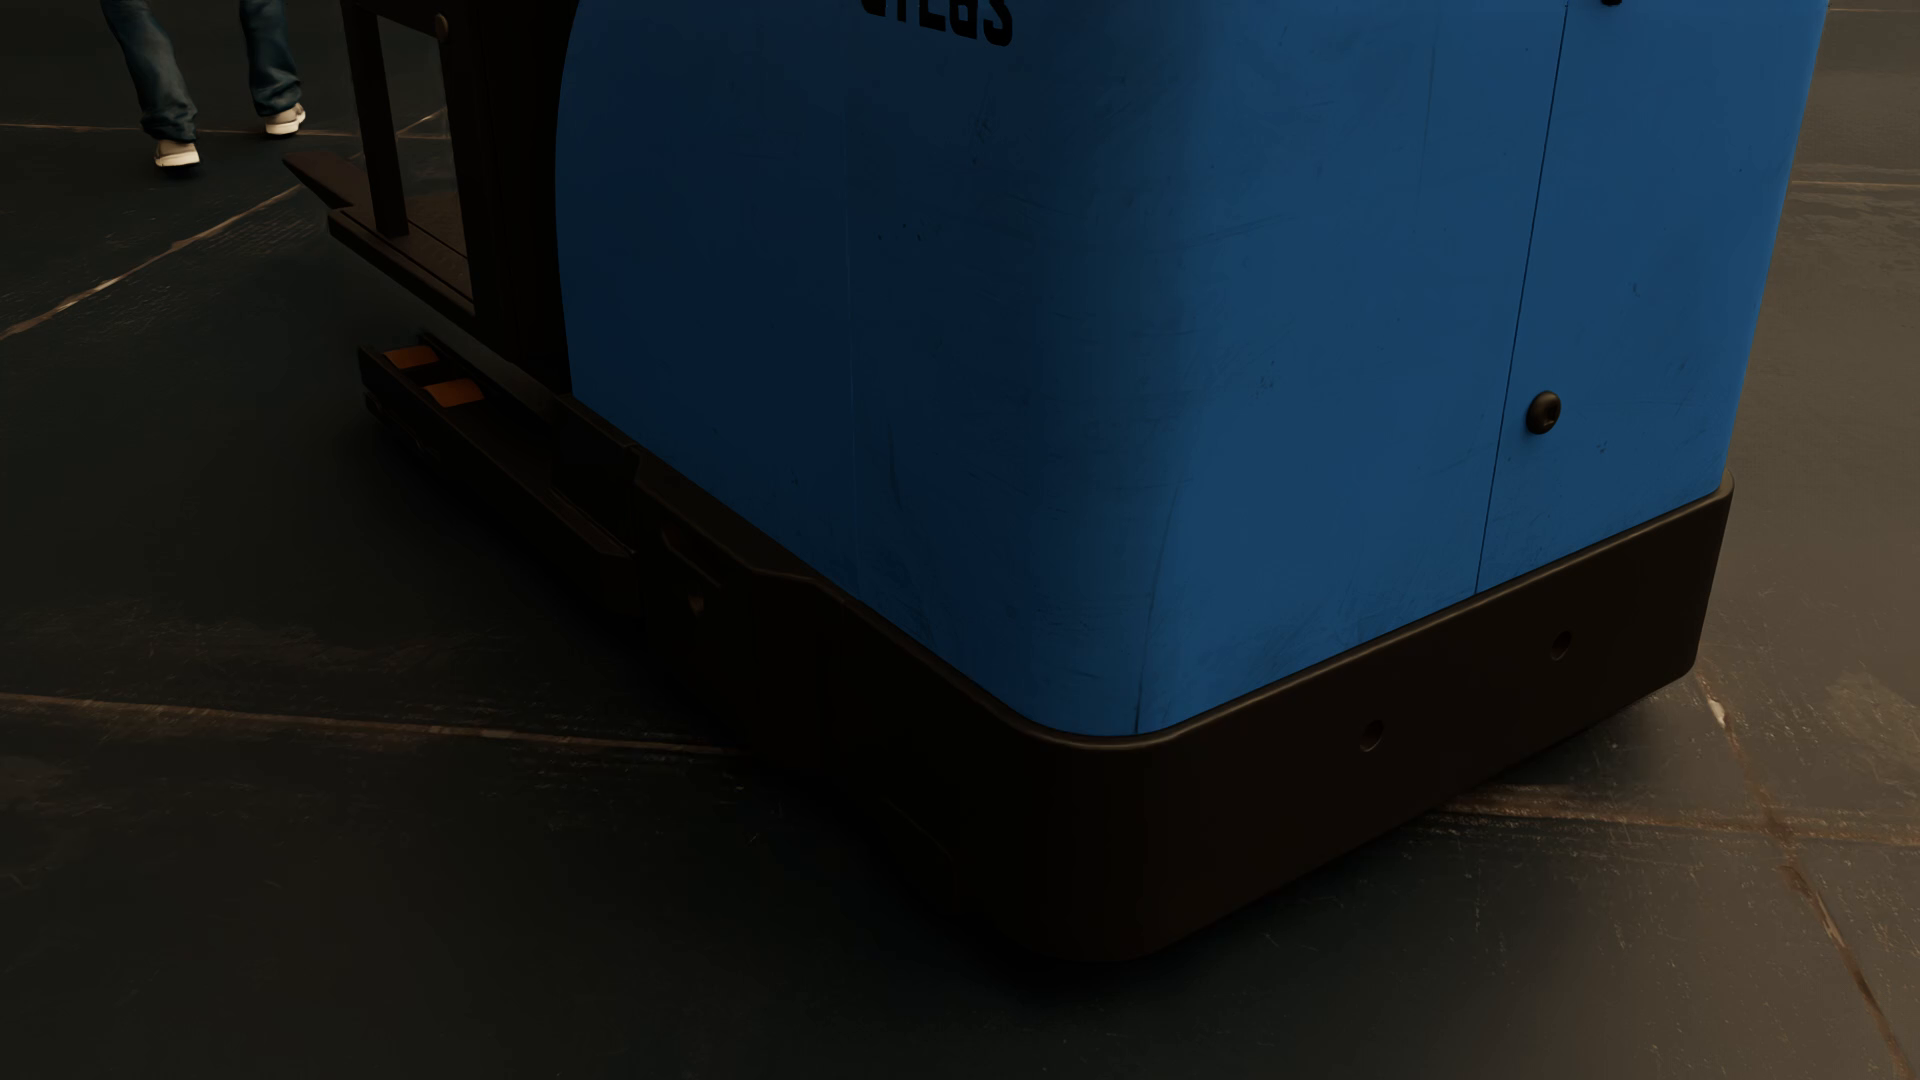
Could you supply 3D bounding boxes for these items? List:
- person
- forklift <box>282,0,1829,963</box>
[{"bbox_3d":[-2.068,-1.820,4.482,0.623,1.495,0.792,-17,31,-30],"label":"person"},{"bbox_3d":[-0.359,-1.518,2.260,1.130,2.935,3.031,-18,32,-32],"label":"forklift"}]
